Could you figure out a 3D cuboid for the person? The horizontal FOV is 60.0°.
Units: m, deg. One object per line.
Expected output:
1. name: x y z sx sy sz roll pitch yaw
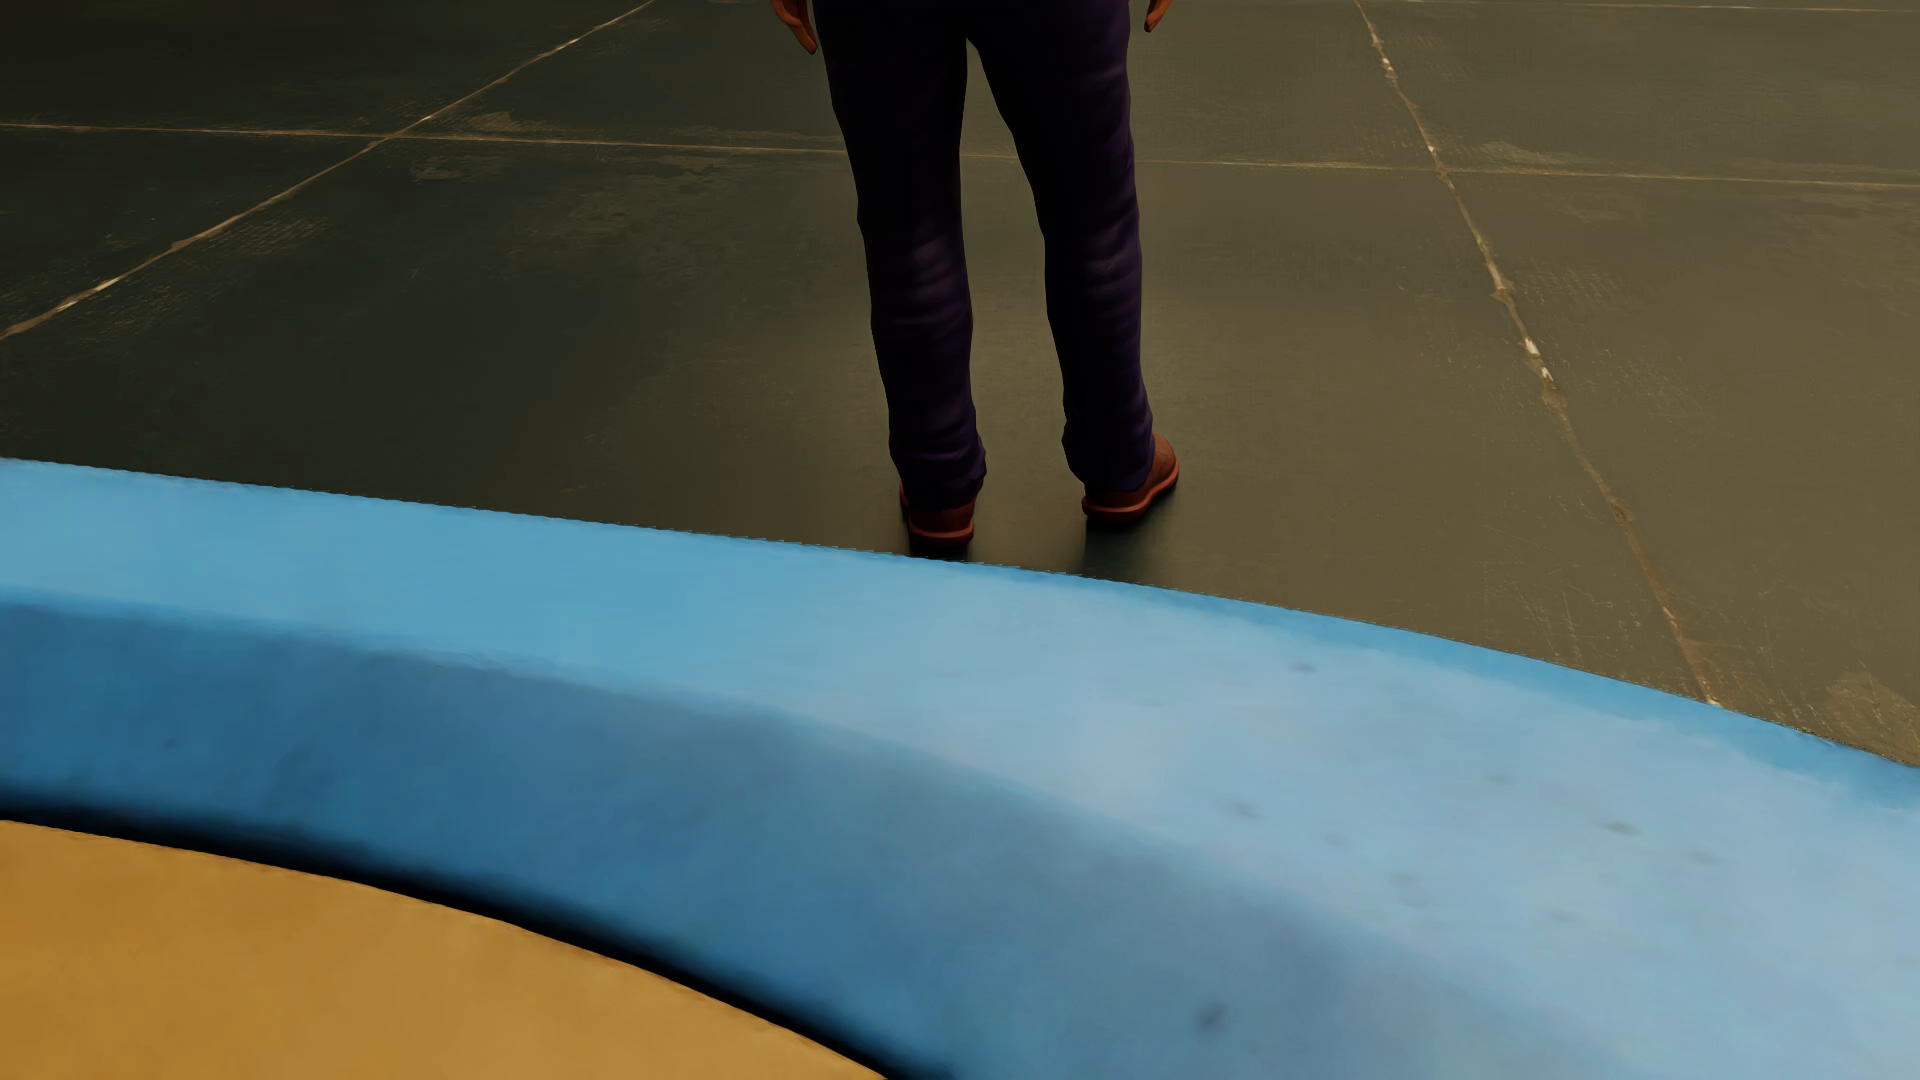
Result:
1. person: 0.034 -0.782 2.205 0.599 1.650 0.503 3 27 7
